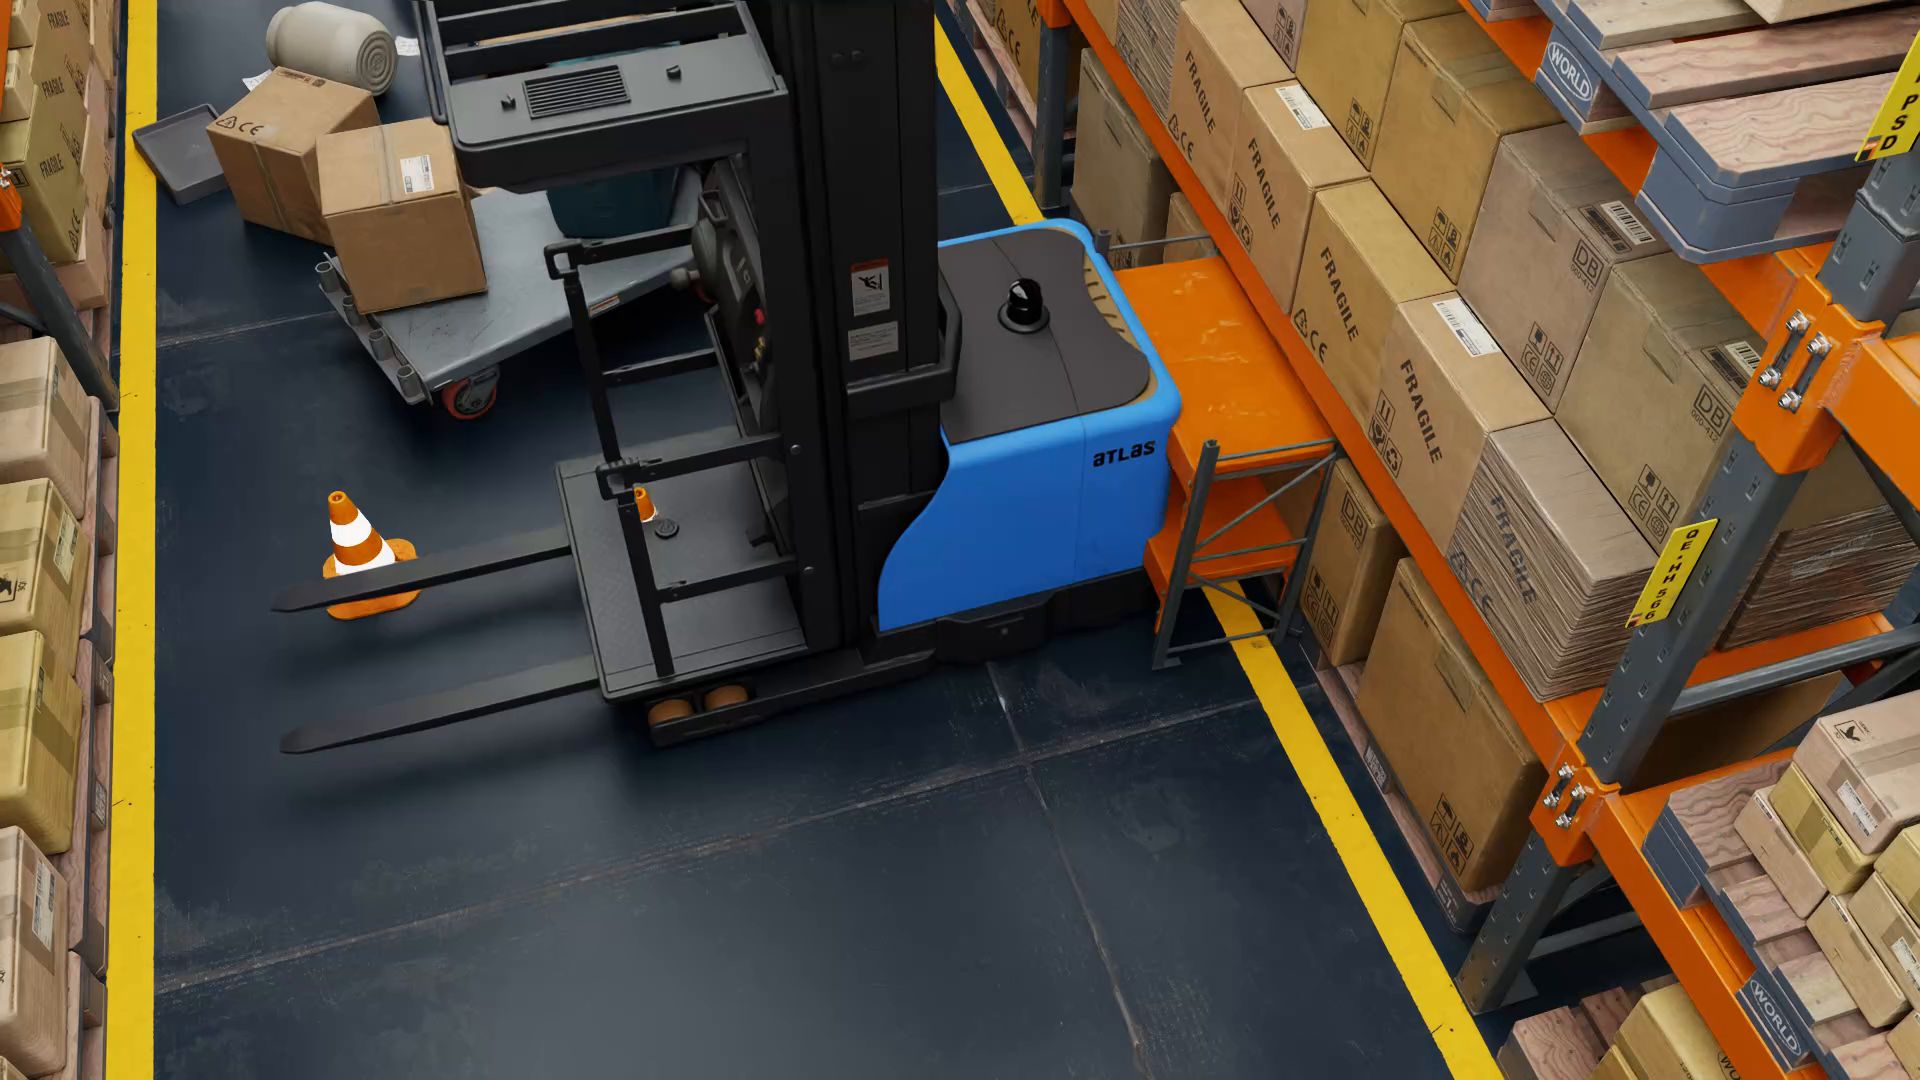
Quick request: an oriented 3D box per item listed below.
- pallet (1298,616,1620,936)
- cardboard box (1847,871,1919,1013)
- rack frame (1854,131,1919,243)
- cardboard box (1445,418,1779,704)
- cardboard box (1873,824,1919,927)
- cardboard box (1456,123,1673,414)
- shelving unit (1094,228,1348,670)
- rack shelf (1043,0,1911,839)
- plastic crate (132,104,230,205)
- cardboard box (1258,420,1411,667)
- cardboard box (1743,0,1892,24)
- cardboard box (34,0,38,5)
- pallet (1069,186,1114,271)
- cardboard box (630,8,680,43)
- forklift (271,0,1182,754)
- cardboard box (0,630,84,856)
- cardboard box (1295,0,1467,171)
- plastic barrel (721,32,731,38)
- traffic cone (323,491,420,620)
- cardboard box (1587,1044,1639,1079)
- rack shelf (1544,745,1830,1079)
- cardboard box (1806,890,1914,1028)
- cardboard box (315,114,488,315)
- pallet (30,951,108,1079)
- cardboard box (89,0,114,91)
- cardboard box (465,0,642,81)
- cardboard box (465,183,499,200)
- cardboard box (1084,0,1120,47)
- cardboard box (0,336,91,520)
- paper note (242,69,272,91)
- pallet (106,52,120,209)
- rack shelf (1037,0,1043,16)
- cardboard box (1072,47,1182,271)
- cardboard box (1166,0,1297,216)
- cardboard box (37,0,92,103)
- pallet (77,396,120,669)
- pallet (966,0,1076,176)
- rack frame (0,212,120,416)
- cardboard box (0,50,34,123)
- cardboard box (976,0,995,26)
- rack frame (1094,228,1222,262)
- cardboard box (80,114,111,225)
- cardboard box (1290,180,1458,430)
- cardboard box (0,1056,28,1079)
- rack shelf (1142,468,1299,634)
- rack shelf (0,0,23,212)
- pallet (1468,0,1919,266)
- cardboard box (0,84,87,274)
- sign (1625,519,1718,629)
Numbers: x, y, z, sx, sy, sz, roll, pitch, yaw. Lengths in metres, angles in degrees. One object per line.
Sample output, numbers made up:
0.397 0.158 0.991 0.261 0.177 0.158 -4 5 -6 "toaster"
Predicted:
1.849 0.625 5.585 1.003 0.211 1.213 -13 51 -11 "pallet"
2.044 0.765 3.338 0.380 0.149 0.250 -11 51 -9 "cardboard box"
2.011 -1.615 1.725 1.000 3.000 0.127 -13 51 -11 "rack frame"
1.621 0.019 4.207 0.500 0.500 0.500 -13 51 -11 "cardboard box"
2.044 0.650 3.241 0.380 0.149 0.250 -15 51 -12 "cardboard box"
1.736 -0.735 4.188 0.700 0.500 0.500 -14 51 -12 "cardboard box"
0.809 -0.337 5.793 0.538 1.125 1.048 -10 51 -13 "shelving unit"
1.419 -0.910 5.526 1.077 0.370 4.000 -13 51 -11 "rack shelf"
-3.552 -1.800 7.715 0.402 0.080 0.583 -30 56 -23 "plastic crate"
1.655 -0.194 5.648 1.050 0.750 0.750 -13 51 -10 "cardboard box"
1.623 -1.128 3.090 0.380 0.166 0.250 -13 51 -11 "cardboard box"
-4.003 -2.277 6.817 0.380 0.149 0.250 -11 51 -9 "cardboard box"
1.128 -1.157 7.087 1.003 0.211 1.213 -13 51 -11 "pallet"
-1.440 -2.560 8.235 0.396 0.266 0.258 -6 50 -5 "cardboard box"
-0.855 -0.705 4.927 3.031 2.935 1.130 -14 51 -11 "forklift"
-3.291 0.717 5.128 0.950 0.372 0.625 -12 51 -10 "cardboard box"
1.431 -1.482 4.818 0.700 0.500 0.500 -14 51 -11 "cardboard box"
-0.973 -2.254 7.873 0.512 0.421 0.421 18 52 14 "plastic barrel"
-2.167 -0.003 5.949 0.336 0.463 0.334 -13 51 -11 "traffic cone"
1.976 1.564 4.330 0.500 0.500 0.500 -15 52 -13 "cardboard box"
2.602 2.012 3.063 1.077 0.370 4.000 -13 51 -11 "rack shelf"
2.029 0.833 3.475 0.380 0.149 0.250 -11 51 -9 "cardboard box"
-2.180 -1.272 6.500 0.500 0.500 0.500 -13 51 -11 "cardboard box"
-2.918 1.840 4.561 1.003 0.211 1.213 -13 51 -11 "pallet"
-4.252 -2.289 7.742 0.500 0.250 0.500 -15 51 -12 "cardboard box"
-1.832 -2.178 7.668 0.797 0.637 0.503 -13 51 -11 "cardboard box"
-2.062 -1.608 7.432 0.396 0.266 0.258 26 55 20 "cardboard box"
0.726 -2.190 6.069 0.500 0.500 0.500 -13 51 -11 "cardboard box"
-3.714 -0.315 5.998 0.950 0.372 0.625 -13 51 -11 "cardboard box"
-3.405 -2.235 8.114 0.142 0.019 0.148 -30 56 -23 "paper note"
-4.468 -1.886 7.702 1.003 0.211 1.213 -13 51 -11 "pallet"
0.236 -3.831 7.988 1.077 0.370 4.000 -13 51 -11 "rack shelf"
1.097 -1.580 6.816 1.050 0.750 0.750 -14 51 -11 "cardboard box"
1.021 -1.455 5.450 0.500 0.500 0.500 -14 51 -11 "cardboard box"
-4.109 -2.159 7.142 0.500 0.500 0.500 -11 51 -9 "cardboard box"
-3.639 0.058 6.063 1.003 0.211 1.213 -13 51 -11 "pallet"
0.677 -2.277 8.031 1.003 0.211 1.213 -13 51 -11 "pallet"
-3.871 -1.409 5.476 1.000 3.000 0.127 -13 51 -11 "rack frame"
-3.767 -1.706 6.335 0.380 0.149 0.250 -13 51 -10 "cardboard box"
0.438 -3.186 8.089 0.875 0.875 0.875 -13 51 -11 "cardboard box"
0.673 -0.713 6.108 0.500 1.125 0.032 -10 51 -13 "rack frame"
-3.956 -1.538 7.108 0.500 0.250 0.500 -11 51 -9 "cardboard box"
1.327 -0.711 4.822 0.500 0.500 0.500 -14 51 -12 "cardboard box"
-2.846 1.809 4.207 0.950 0.372 0.625 -16 52 -13 "cardboard box"
0.794 -0.178 5.977 0.538 0.278 1.000 -10 51 -13 "rack shelf"
-4.463 -2.638 6.983 1.077 0.370 4.000 -13 51 -11 "rack shelf"
1.769 -1.045 3.331 1.213 0.211 1.003 -11 51 -9 "pallet"
-3.788 -1.392 6.495 0.500 0.500 0.500 -11 51 -9 "cardboard box"
1.481 0.074 3.469 0.100 0.325 0.005 -13 51 -11 "sign"
